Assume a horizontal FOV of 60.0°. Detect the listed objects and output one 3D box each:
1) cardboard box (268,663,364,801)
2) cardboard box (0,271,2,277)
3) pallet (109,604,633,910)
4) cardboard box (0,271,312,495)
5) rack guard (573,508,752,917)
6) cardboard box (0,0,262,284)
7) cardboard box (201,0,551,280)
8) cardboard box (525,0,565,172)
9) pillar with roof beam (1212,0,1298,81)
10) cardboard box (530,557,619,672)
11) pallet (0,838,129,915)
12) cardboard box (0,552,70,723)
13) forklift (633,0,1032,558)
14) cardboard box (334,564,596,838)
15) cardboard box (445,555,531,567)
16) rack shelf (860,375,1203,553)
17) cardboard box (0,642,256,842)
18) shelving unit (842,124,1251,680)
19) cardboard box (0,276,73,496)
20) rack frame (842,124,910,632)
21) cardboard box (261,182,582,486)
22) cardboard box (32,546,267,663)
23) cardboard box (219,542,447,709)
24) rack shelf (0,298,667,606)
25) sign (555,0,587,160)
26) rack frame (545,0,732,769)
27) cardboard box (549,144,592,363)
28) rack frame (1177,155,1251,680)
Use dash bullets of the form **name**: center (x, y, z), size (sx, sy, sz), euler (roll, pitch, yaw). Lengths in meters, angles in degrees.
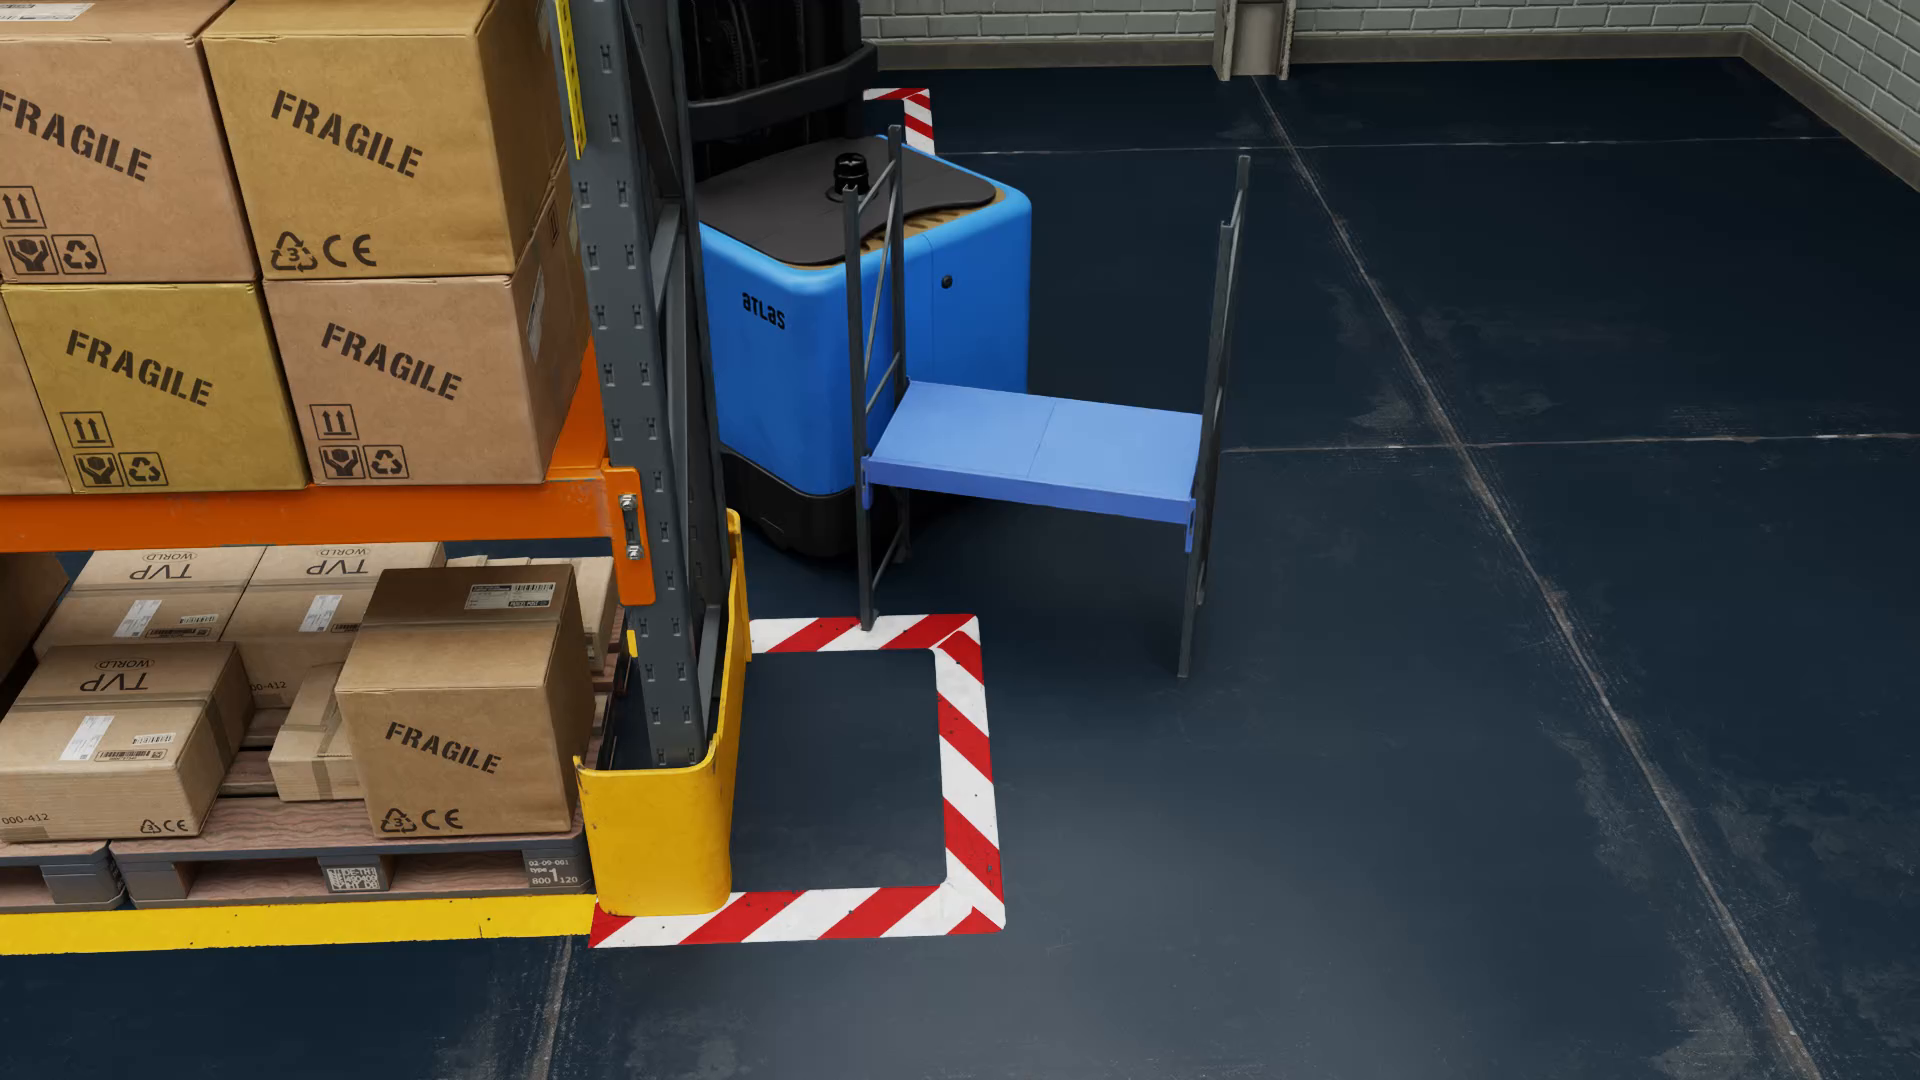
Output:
- **cardboard box**: center (-1.669, 0.510, 4.481), size (0.250, 0.166, 0.380), euler (-2, 35, -2)
- **cardboard box**: center (-2.183, -0.842, 3.364), size (0.500, 0.500, 0.500), euler (-1, 35, -1)
- **pallet**: center (-1.601, 0.582, 4.724), size (1.213, 0.211, 1.003), euler (-2, 35, -2)
- **cardboard box**: center (-1.681, -0.447, 3.672), size (0.500, 0.500, 0.500), euler (-1, 35, -2)
- **rack guard**: center (-0.805, 0.441, 4.673), size (0.348, 0.500, 1.175), euler (-2, 35, -2)
- **cardboard box**: center (-1.665, -0.859, 3.388), size (0.500, 0.500, 0.500), euler (-1, 35, -1)
- **cardboard box**: center (-1.161, -0.873, 3.409), size (0.500, 0.500, 0.500), euler (-2, 35, -3)
- **cardboard box**: center (-1.185, -1.179, 3.851), size (0.500, 0.500, 0.500), euler (-1, 35, -1)
- **pillar with roof beam**: center (1.893, -3.989, 3.606), size (0.400, 9.000, 9.100), euler (-2, 35, -2)
- **cardboard box**: center (-1.163, 0.219, 4.917), size (0.250, 0.149, 0.380), euler (-2, 35, -2)
- **pallet**: center (-2.817, 0.613, 4.679), size (1.213, 0.211, 1.003), euler (-2, 35, -2)
- **cardboard box**: center (-2.848, 0.311, 4.472), size (0.637, 0.503, 0.797), euler (-2, 35, -2)
- **forklift**: center (-1.123, -1.891, 5.907), size (1.130, 2.935, 3.031), euler (-28, 44, -35)
- **cardboard box**: center (-1.260, 0.413, 4.328), size (0.500, 0.500, 0.500), euler (-2, 35, -2)
- **cardboard box**: center (-1.413, 0.218, 4.902), size (0.250, 0.166, 0.380), euler (-2, 35, -2)
- **rack shelf**: center (0.250, -0.246, 5.103), size (1.000, 0.185, 0.538), euler (8, 35, 11)
- **cardboard box**: center (-2.211, 0.524, 4.386), size (0.500, 0.250, 0.500), euler (-2, 35, -2)
- **shelving unit**: center (0.250, -0.394, 5.001), size (1.048, 1.500, 0.538), euler (8, 35, 11)
- **cardboard box**: center (-2.180, -0.437, 3.657), size (0.500, 0.500, 0.500), euler (-1, 35, -2)
- **rack frame**: center (-0.245, -0.461, 5.098), size (0.032, 1.500, 0.500), euler (8, 35, 11)
- **cardboard box**: center (-1.163, -0.463, 3.695), size (0.500, 0.500, 0.500), euler (-1, 35, -1)
- **cardboard box**: center (-2.284, 0.241, 4.795), size (0.500, 0.250, 0.500), euler (-2, 35, -2)
- **cardboard box**: center (-1.785, 0.228, 4.815), size (0.500, 0.250, 0.500), euler (-2, 35, -2)
- **rack shelf**: center (-2.727, -0.239, 4.092), size (4.000, 0.370, 1.077), euler (-2, 35, -2)
- **sign**: center (-0.723, -0.879, 3.089), size (0.005, 0.325, 0.100), euler (-2, 35, -2)
- **rack frame**: center (-0.729, -0.589, 3.965), size (0.127, 3.000, 1.000), euler (-2, 35, -2)
- **cardboard box**: center (-1.185, -0.768, 4.136), size (0.500, 0.500, 0.500), euler (-1, 35, -1)
- **rack frame**: center (0.744, -0.326, 4.904), size (0.032, 1.500, 0.500), euler (8, 35, 11)
